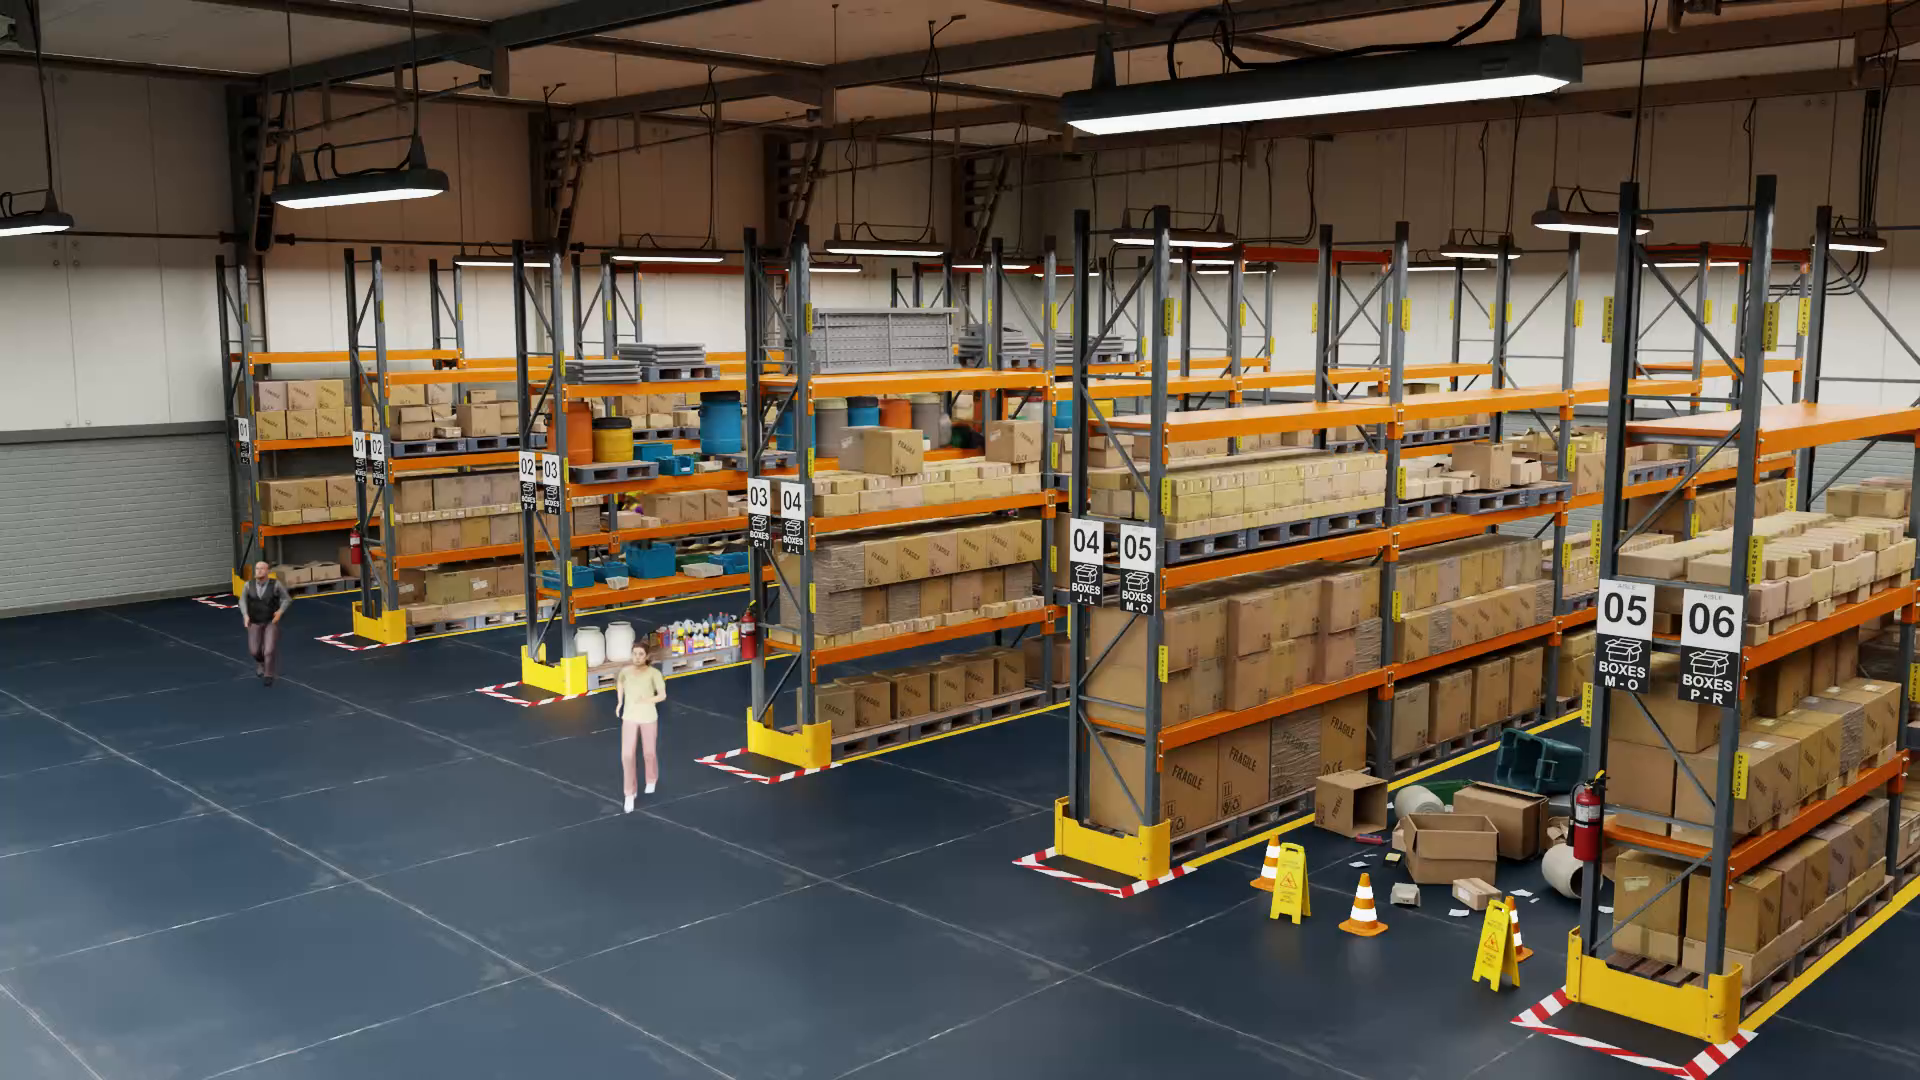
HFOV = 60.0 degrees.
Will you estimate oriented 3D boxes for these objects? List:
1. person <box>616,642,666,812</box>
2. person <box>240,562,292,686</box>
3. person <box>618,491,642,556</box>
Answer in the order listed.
[{"bbox_3d":[-3.309,1.897,17.280,0.552,1.717,0.761,0,8,-1],"label":"person"},{"bbox_3d":[-9.477,1.128,22.716,0.677,1.692,0.577,-2,8,-12],"label":"person"},{"bbox_3d":[-6.158,-0.097,31.169,0.700,1.719,0.625,7,11,41],"label":"person"}]
